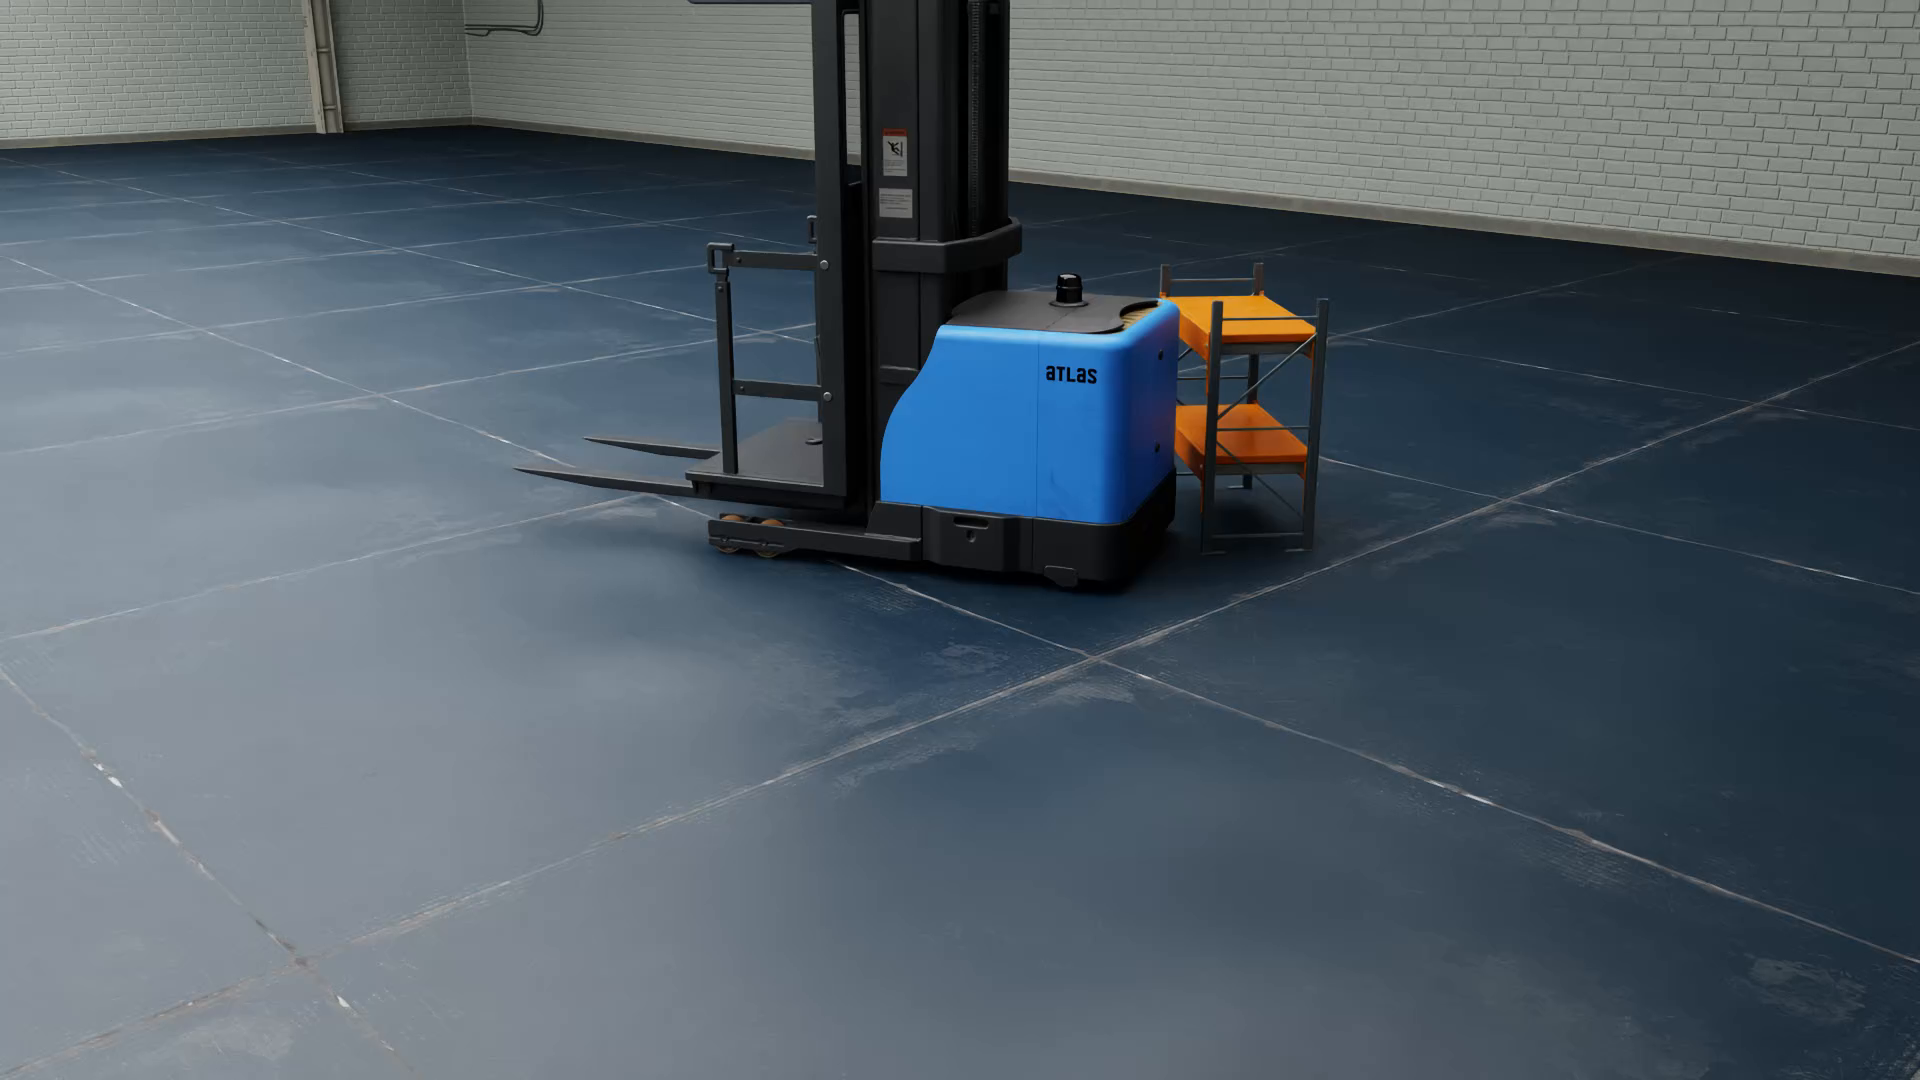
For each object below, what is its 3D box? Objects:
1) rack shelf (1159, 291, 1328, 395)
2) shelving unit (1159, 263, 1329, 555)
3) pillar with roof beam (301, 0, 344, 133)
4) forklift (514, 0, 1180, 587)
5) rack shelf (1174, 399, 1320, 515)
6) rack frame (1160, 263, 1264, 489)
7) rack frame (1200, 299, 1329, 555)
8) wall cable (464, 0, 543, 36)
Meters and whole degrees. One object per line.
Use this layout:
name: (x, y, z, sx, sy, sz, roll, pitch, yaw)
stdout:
rack shelf: (1.266, -0.915, 7.605, 0.538, 0.278, 1.000, -2, 18, -5)
shelving unit: (1.266, -0.636, 7.695, 0.538, 1.125, 1.048, -2, 18, -5)
pillar with roof beam: (-8.772, -10.905, 26.600, 0.400, 9.000, 9.100, -16, 24, -41)
forklift: (-0.586, -1.461, 7.309, 3.031, 2.935, 1.130, 6, 19, 19)
rack shelf: (1.266, -0.404, 7.770, 0.538, 0.278, 1.000, -2, 18, -5)
rack frame: (1.216, -0.792, 8.176, 0.500, 1.125, 0.032, -2, 18, -5)
rack frame: (1.315, -0.480, 7.214, 0.500, 1.125, 0.032, -2, 18, -5)
wall cable: (-8.681, -10.721, 31.066, 0.112, 2.526, 3.097, -16, 24, -41)
